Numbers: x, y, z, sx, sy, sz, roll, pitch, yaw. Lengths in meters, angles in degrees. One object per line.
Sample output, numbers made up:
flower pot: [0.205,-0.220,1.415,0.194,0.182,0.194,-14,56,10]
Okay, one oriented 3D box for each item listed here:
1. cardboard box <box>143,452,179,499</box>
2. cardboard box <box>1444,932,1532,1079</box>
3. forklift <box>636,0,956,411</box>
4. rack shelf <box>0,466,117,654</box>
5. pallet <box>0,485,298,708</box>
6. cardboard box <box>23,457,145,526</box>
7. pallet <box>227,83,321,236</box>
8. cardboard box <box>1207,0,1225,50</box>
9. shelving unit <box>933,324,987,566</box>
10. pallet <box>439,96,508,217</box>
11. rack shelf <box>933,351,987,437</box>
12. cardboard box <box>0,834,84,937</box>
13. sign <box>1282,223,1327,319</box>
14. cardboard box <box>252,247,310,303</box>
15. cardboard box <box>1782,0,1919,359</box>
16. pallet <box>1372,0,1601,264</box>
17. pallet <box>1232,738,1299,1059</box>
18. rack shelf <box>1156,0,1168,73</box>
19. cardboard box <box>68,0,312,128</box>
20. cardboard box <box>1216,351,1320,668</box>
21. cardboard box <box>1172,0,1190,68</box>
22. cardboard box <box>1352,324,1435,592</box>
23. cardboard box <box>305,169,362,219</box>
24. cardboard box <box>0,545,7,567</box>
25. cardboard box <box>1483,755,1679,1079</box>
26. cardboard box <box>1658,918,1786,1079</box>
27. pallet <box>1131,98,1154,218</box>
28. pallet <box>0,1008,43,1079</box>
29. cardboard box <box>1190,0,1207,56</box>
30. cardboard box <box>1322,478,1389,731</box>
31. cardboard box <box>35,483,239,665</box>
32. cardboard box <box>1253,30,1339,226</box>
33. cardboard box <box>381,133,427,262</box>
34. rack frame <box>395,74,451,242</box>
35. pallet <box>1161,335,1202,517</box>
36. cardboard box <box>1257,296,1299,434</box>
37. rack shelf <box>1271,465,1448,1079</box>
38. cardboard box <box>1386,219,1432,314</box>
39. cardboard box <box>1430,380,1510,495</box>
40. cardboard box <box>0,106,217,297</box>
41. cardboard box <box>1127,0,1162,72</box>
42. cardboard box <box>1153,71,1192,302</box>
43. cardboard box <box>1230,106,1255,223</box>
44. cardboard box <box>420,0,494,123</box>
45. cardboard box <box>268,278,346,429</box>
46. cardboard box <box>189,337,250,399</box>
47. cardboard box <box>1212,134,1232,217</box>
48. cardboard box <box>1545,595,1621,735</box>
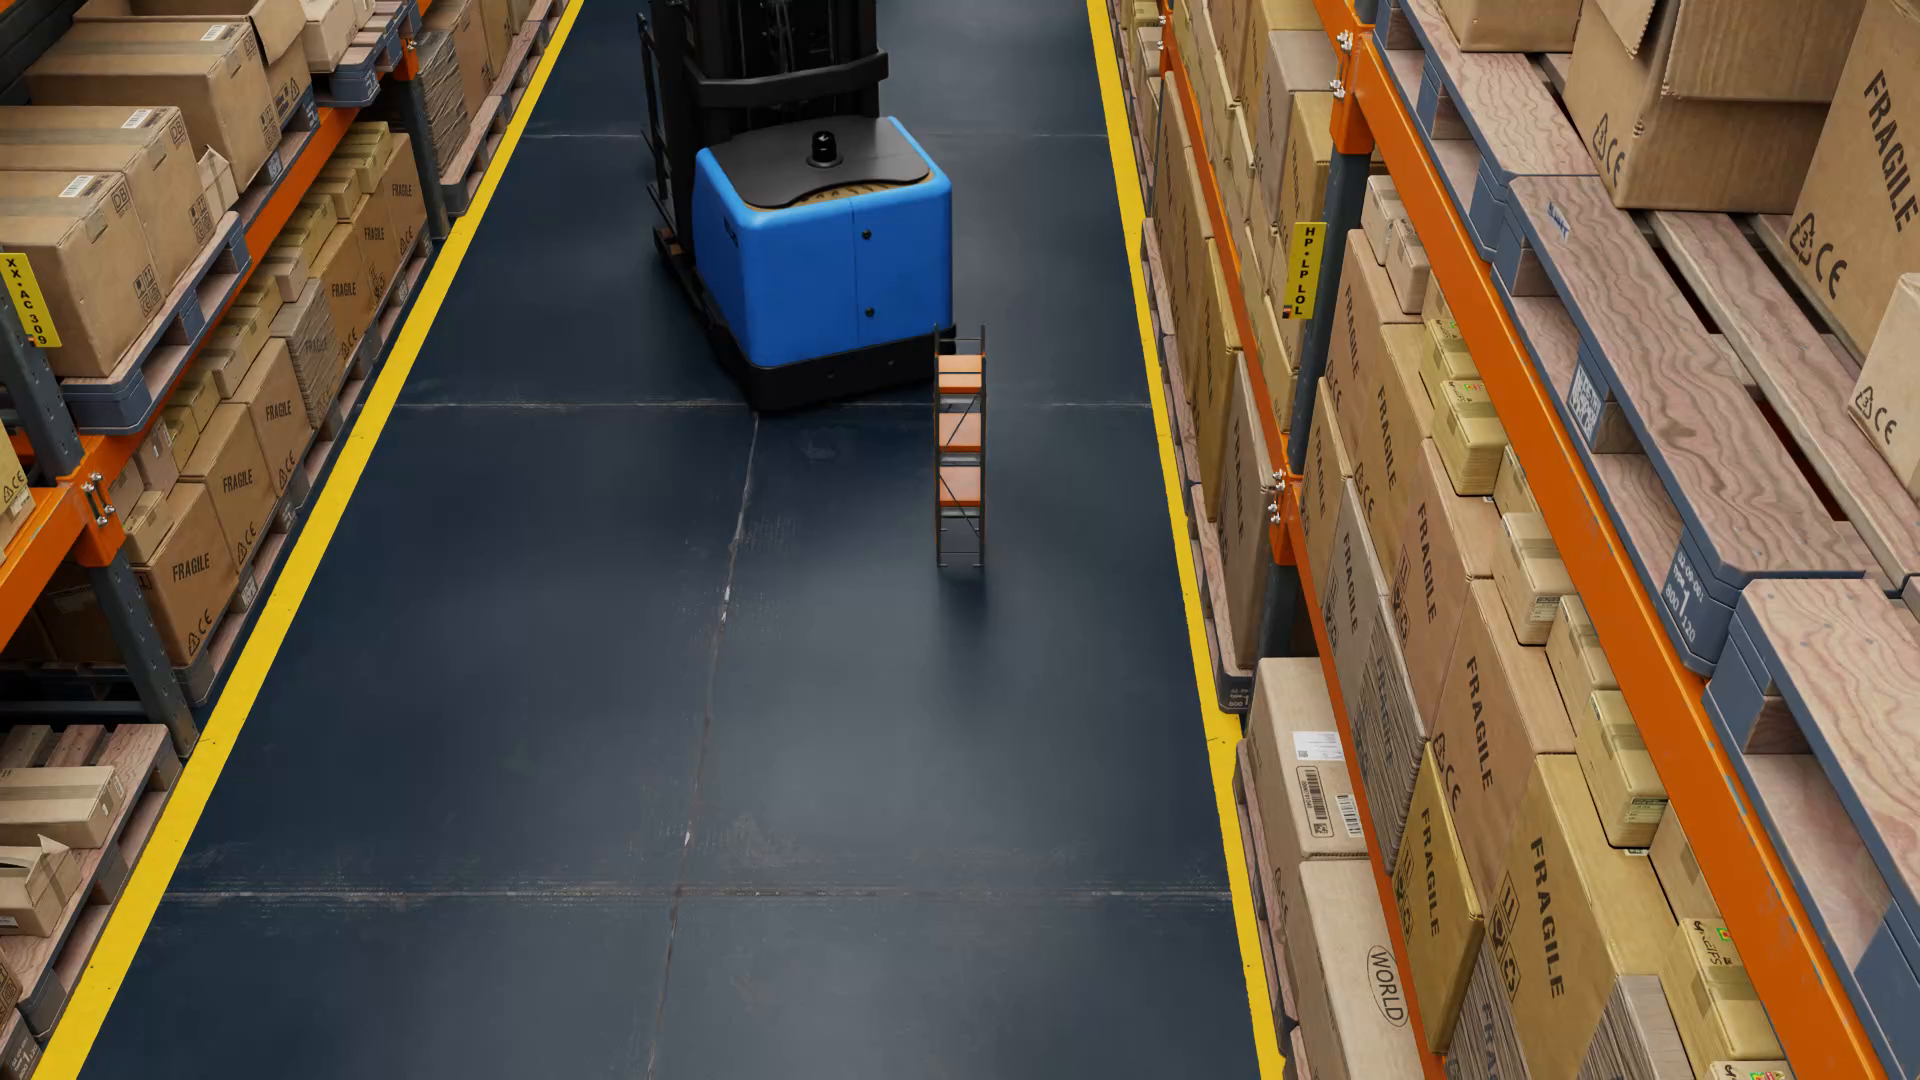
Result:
cardboard box: [-3.197,-0.225,6.276,0.380,0.149,0.250,-1,39,-1]
cardboard box: [1.322,1.134,3.356,0.500,0.500,0.500,1,39,1]
forklift: [-1.043,-2.681,8.251,1.130,2.935,3.031,-14,41,-17]
rack shelf: [-3.383,1.146,3.997,1.077,0.370,4.000,0,39,0]
pallet: [-3.424,0.194,6.839,1.003,0.211,1.213,0,39,0]
cardboard box: [-3.180,-0.168,5.967,0.380,0.149,0.250,-1,39,-1]
pallet: [-3.383,-1.596,6.996,1.003,0.211,1.213,0,39,0]
cardboard box: [1.325,-2.380,6.941,0.500,0.500,0.500,1,39,1]
shelving unit: [0.000,-0.376,6.880,0.215,1.050,0.252,0,39,0]
pallet: [-3.352,-2.314,9.968,1.003,0.211,1.213,0,39,0]
rack shelf: [0.000,-0.589,6.709,0.215,0.259,0.240,0,39,0]
cardboard box: [-3.091,1.089,5.343,0.396,0.266,0.258,1,39,2]
sign: [1.036,-0.806,4.994,0.100,0.325,0.005,0,39,0]
cardboard box: [-3.163,-1.191,7.481,0.380,0.149,0.250,-2,39,-2]
cardboard box: [1.730,-0.563,2.660,0.500,0.500,0.500,1,39,1]
pallet: [1.569,-1.016,3.791,1.003,0.211,1.213,0,39,0]
pallet: [1.501,1.172,5.618,1.003,0.211,1.213,0,39,0]
rack shelf: [1.571,-3.863,10.247,1.077,0.370,4.000,0,39,0]
cardboard box: [-3.203,-2.070,7.016,0.797,0.503,0.637,-1,39,-1]
cardboard box: [1.497,-0.114,6.357,0.875,0.875,0.875,1,39,1]
cardboard box: [1.323,-2.528,8.126,0.500,0.250,0.500,-1,39,-1]
cardboard box: [1.331,-0.207,4.230,0.500,0.500,0.500,-1,39,-1]
cardboard box: [-3.149,-1.684,8.098,0.380,0.149,0.250,-1,39,-2]
cardboard box: [-3.111,0.075,4.959,0.380,0.149,0.250,1,39,1]
cardboard box: [1.317,0.743,3.044,0.500,0.500,0.500,0,39,0]
cardboard box: [1.314,0.726,2.547,0.380,0.149,0.250,1,39,1]
pallet: [1.574,-2.293,9.943,1.003,0.211,1.213,0,39,0]
pallet: [-3.381,1.897,4.714,1.003,0.211,1.213,0,39,0]
cardboard box: [1.327,-2.389,7.553,0.500,0.250,0.500,1,39,1]
cardboard box: [1.313,0.178,4.549,0.500,0.500,0.500,0,39,0]
cardboard box: [-3.161,0.123,6.360,0.500,0.500,0.500,2,39,2]
cardboard box: [1.319,-1.423,5.748,0.500,0.500,0.500,1,39,1]
cardboard box: [-3.175,-1.811,8.774,0.500,0.500,0.500,1,39,1]
rack frame: [-3.390,-2.887,8.454,1.000,3.000,0.127,0,39,0]
pallet: [1.498,-0.551,7.768,1.003,0.211,1.213,0,39,0]
cardboard box: [1.326,-0.613,5.736,0.500,0.250,0.500,-1,39,-1]
rack shelf: [1.580,1.140,4.004,1.077,0.370,4.000,0,39,0]
cardboard box: [1.335,-0.716,4.346,0.380,0.149,0.250,1,39,1]
cardboard box: [1.288,-0.234,3.746,0.380,0.149,0.250,-1,39,-1]
cardboard box: [-3.163,-1.215,5.952,0.700,0.500,0.500,0,39,0]
cardboard box: [1.579,-3.320,10.760,0.950,0.372,0.625,1,39,1]
cardboard box: [1.491,-1.796,8.455,0.875,0.875,0.875,0,39,0]
cardboard box: [1.320,-1.440,6.368,0.500,0.250,0.500,1,39,1]
cardboard box: [-3.386,-2.923,10.062,0.875,0.625,0.625,1,39,1]
cardboard box: [-3.162,-0.846,7.570,0.500,0.500,0.500,-1,39,-2]
cardboard box: [-3.186,-0.713,6.885,0.380,0.149,0.250,0,39,0]
cardboard box: [1.340,-1.570,6.931,0.500,0.250,0.500,0,39,0]
cardboard box: [1.344,0.241,3.152,0.380,0.149,0.250,1,39,1]
